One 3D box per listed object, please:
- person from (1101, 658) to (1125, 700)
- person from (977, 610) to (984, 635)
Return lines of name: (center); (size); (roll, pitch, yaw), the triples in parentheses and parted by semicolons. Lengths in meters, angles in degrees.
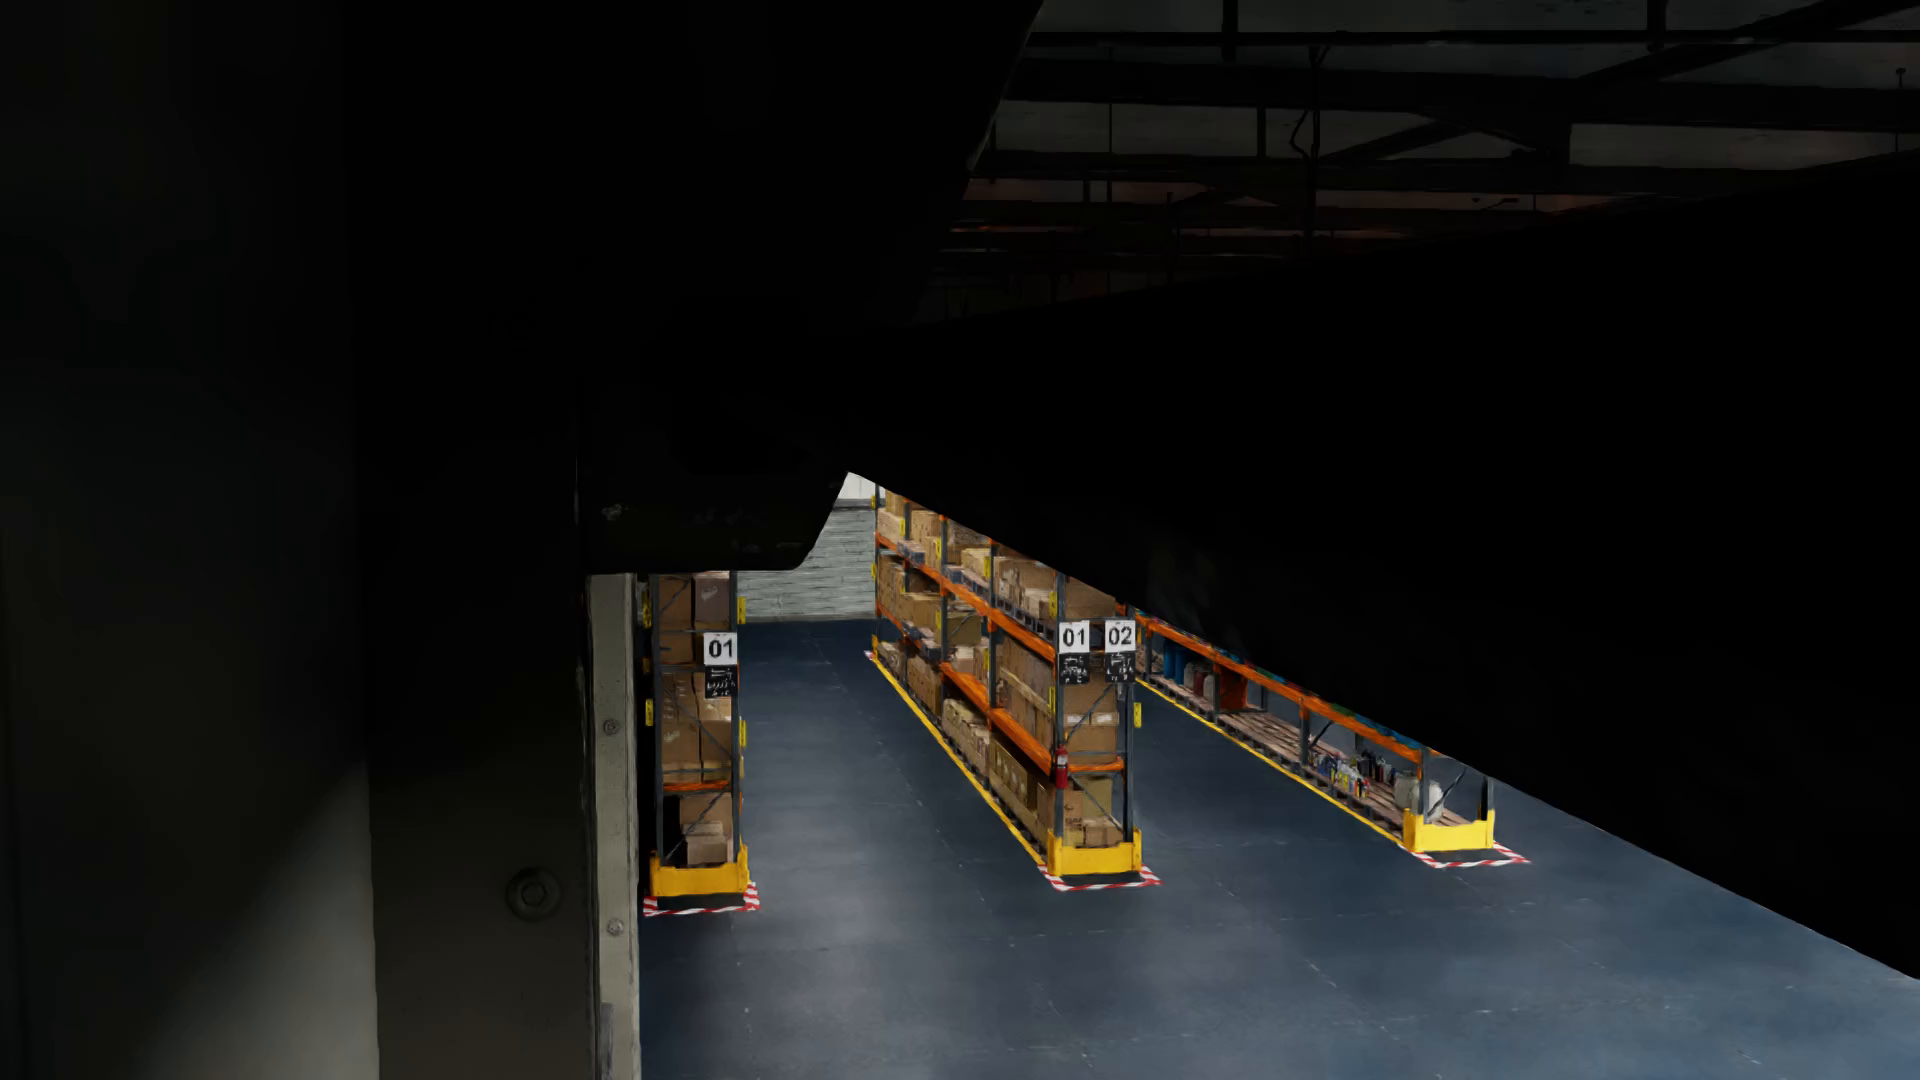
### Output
person: (2.903, 2.249, 31.936); (0.456, 1.587, 1.088); (-1, 6, -9)
person: (0.387, 1.747, 35.913); (0.484, 1.789, 0.637); (0, 6, -4)
